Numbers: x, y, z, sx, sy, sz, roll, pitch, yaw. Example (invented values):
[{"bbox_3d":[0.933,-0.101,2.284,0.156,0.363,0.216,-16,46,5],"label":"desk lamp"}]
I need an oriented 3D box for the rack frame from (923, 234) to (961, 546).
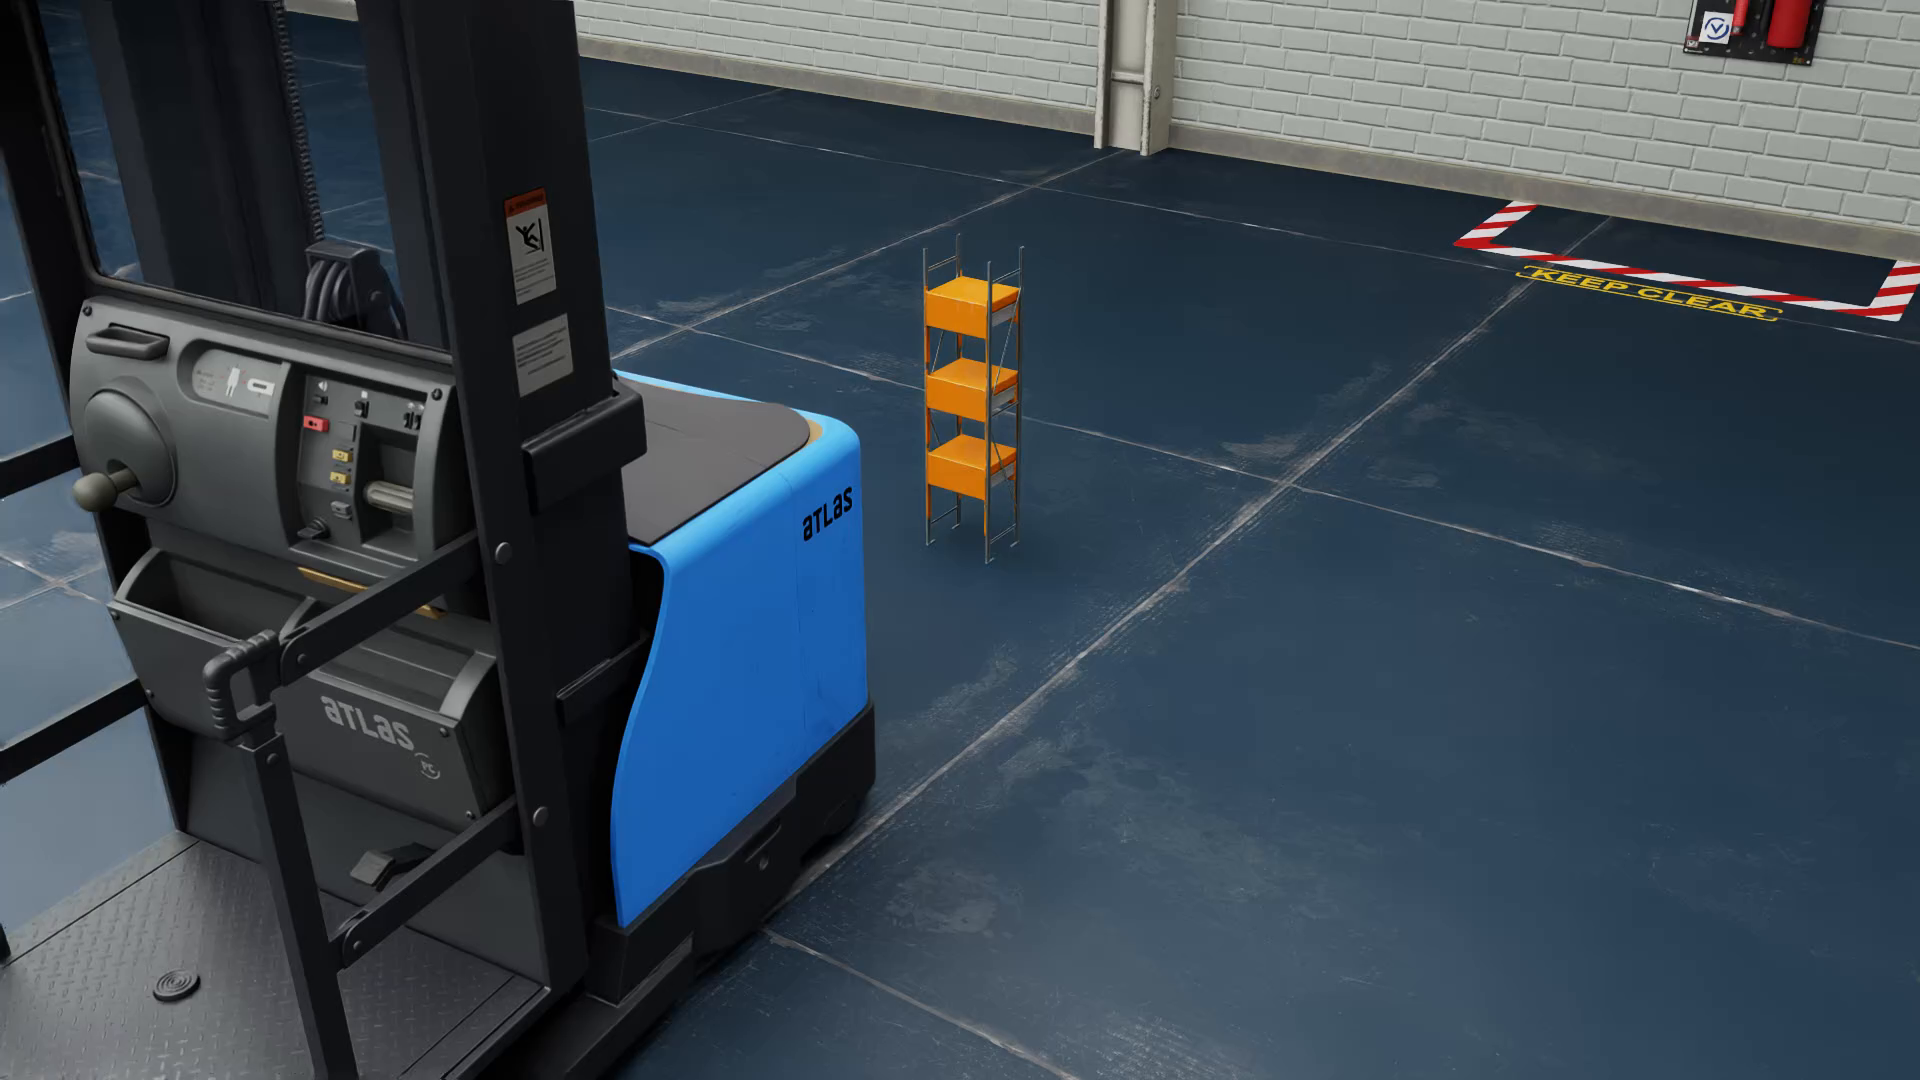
[{"bbox_3d":[-0.056,-0.485,5.546,0.008,1.050,0.200,17,32,30],"label":"rack frame"}]

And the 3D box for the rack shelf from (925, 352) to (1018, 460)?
[{"bbox_3d":[0.044,-0.445,5.490,0.240,0.259,0.215,17,32,30],"label":"rack shelf"}]

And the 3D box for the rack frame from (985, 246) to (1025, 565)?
[{"bbox_3d":[0.145,-0.423,5.423,0.008,1.050,0.200,17,32,30],"label":"rack frame"}]

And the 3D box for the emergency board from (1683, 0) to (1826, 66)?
[{"bbox_3d":[4.041,-2.986,8.310,0.643,1.169,0.194,17,32,30],"label":"emergency board"}]

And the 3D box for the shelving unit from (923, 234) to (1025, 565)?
[{"bbox_3d":[0.044,-0.454,5.485,0.252,1.050,0.215,17,32,30],"label":"shelving unit"}]

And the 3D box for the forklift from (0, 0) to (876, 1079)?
[{"bbox_3d":[-1.366,-0.147,2.808,1.130,2.935,3.031,14,30,25],"label":"forklift"}]

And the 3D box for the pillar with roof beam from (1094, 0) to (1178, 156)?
[{"bbox_3d":[-1.326,-4.942,5.540,0.400,9.000,9.100,17,32,30],"label":"pillar with roof beam"}]

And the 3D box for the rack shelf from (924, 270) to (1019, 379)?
[{"bbox_3d":[0.044,-0.698,5.361,0.240,0.259,0.215,17,32,30],"label":"rack shelf"}]

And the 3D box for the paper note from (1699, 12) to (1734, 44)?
[{"bbox_3d":[3.934,-2.665,8.650,0.142,0.148,0.016,17,32,30],"label":"paper note"}]

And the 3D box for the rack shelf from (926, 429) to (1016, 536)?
[{"bbox_3d":[0.044,-0.197,5.616,0.240,0.259,0.215,17,32,30],"label":"rack shelf"}]
